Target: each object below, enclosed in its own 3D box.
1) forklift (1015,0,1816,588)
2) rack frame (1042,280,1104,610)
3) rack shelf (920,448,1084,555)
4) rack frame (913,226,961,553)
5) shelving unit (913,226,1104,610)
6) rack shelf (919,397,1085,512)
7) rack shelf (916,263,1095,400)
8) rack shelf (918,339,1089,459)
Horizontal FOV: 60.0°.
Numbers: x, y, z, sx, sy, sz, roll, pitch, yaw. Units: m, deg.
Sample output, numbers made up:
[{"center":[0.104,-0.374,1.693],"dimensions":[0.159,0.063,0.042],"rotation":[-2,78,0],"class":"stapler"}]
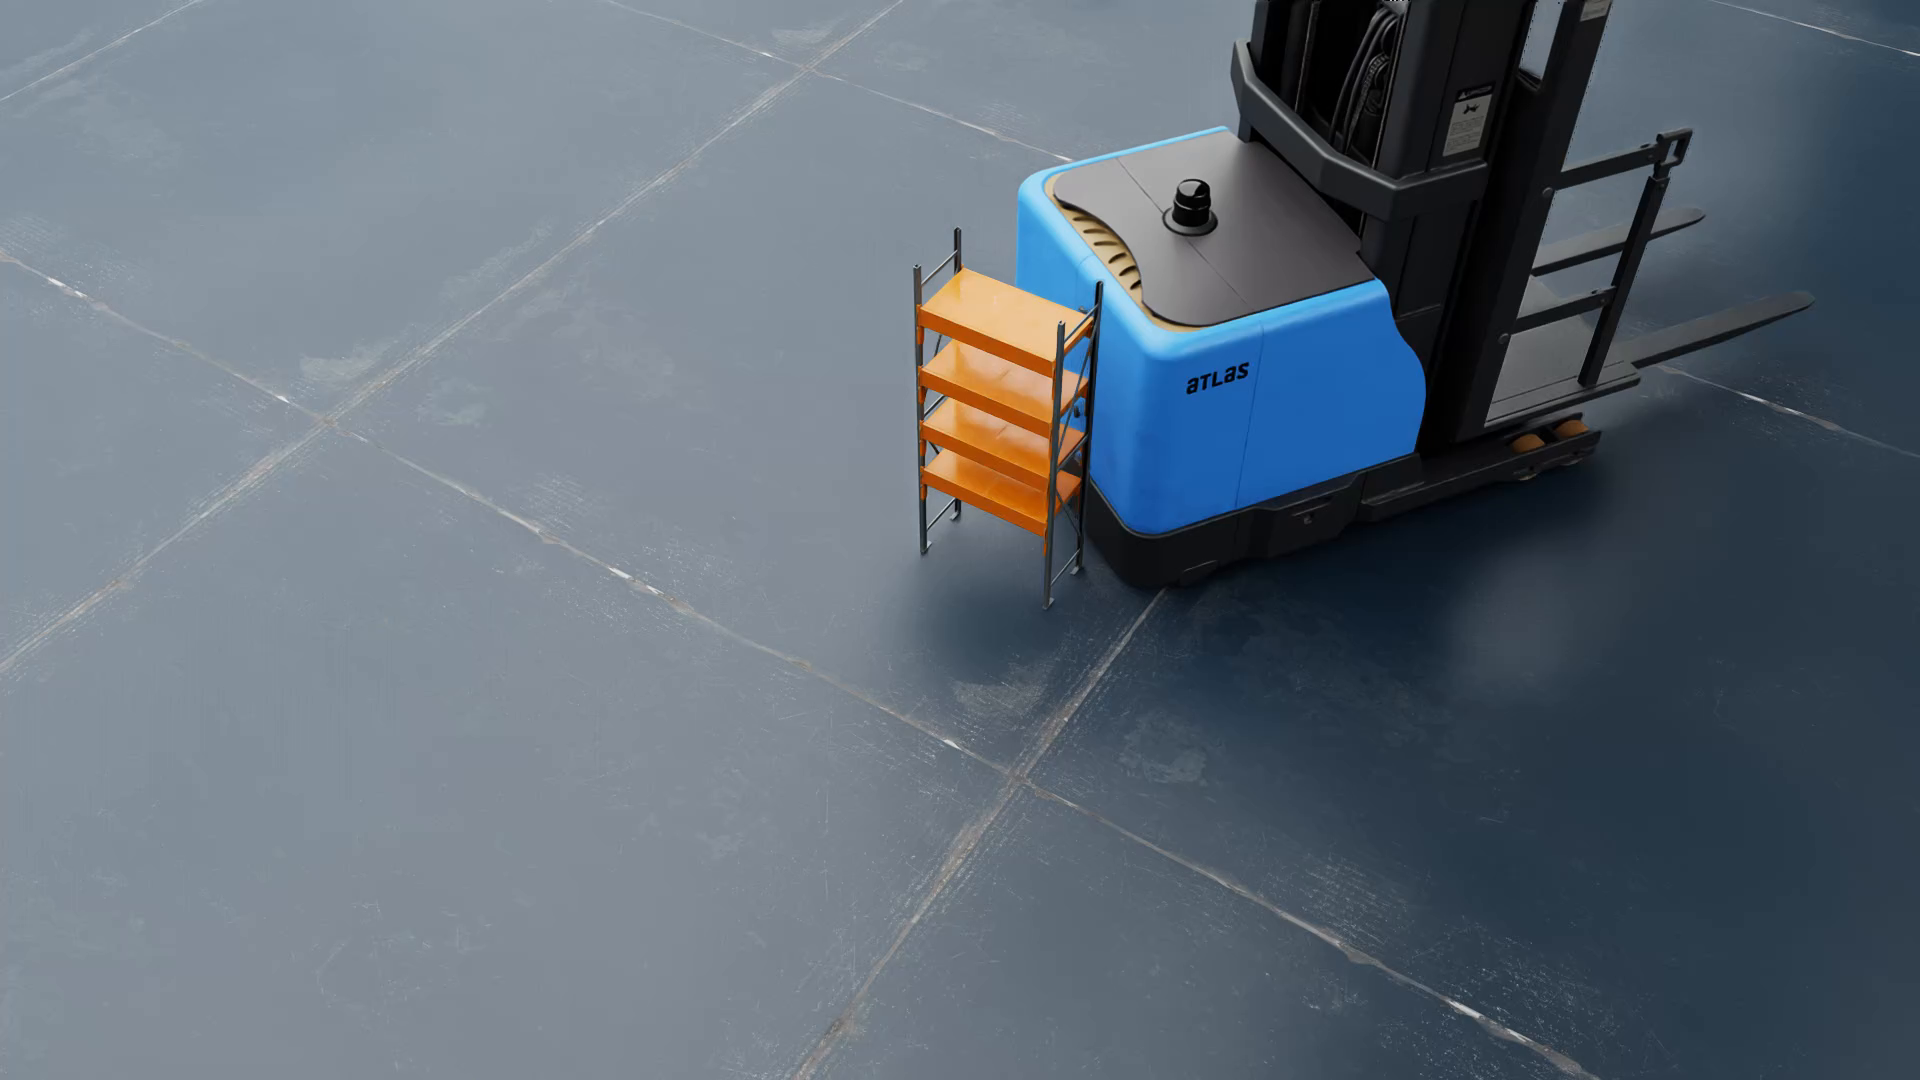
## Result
[{"center":[1.739,-1.566,5.228],"dimensions":[3.031,2.935,1.130],"rotation":[-17,48,-16],"class":"forklift"},{"center":[0.345,-0.260,5.166],"dimensions":[0.015,1.200,0.240],"rotation":[25,51,22],"class":"rack frame"},{"center":[0.139,-0.169,5.448],"dimensions":[0.480,0.148,0.258],"rotation":[25,51,22],"class":"rack shelf"},{"center":[-0.066,-0.449,5.349],"dimensions":[0.015,1.200,0.240],"rotation":[25,51,22],"class":"rack frame"},{"center":[0.139,-0.354,5.257],"dimensions":[0.503,1.200,0.258],"rotation":[25,51,22],"class":"shelving unit"},{"center":[0.139,-0.307,5.306],"dimensions":[0.480,0.148,0.258],"rotation":[25,51,22],"class":"rack shelf"},{"center":[0.139,-0.628,4.976],"dimensions":[0.480,0.148,0.258],"rotation":[25,51,22],"class":"rack shelf"},{"center":[0.139,-0.463,5.145],"dimensions":[0.480,0.148,0.258],"rotation":[25,51,22],"class":"rack shelf"}]
